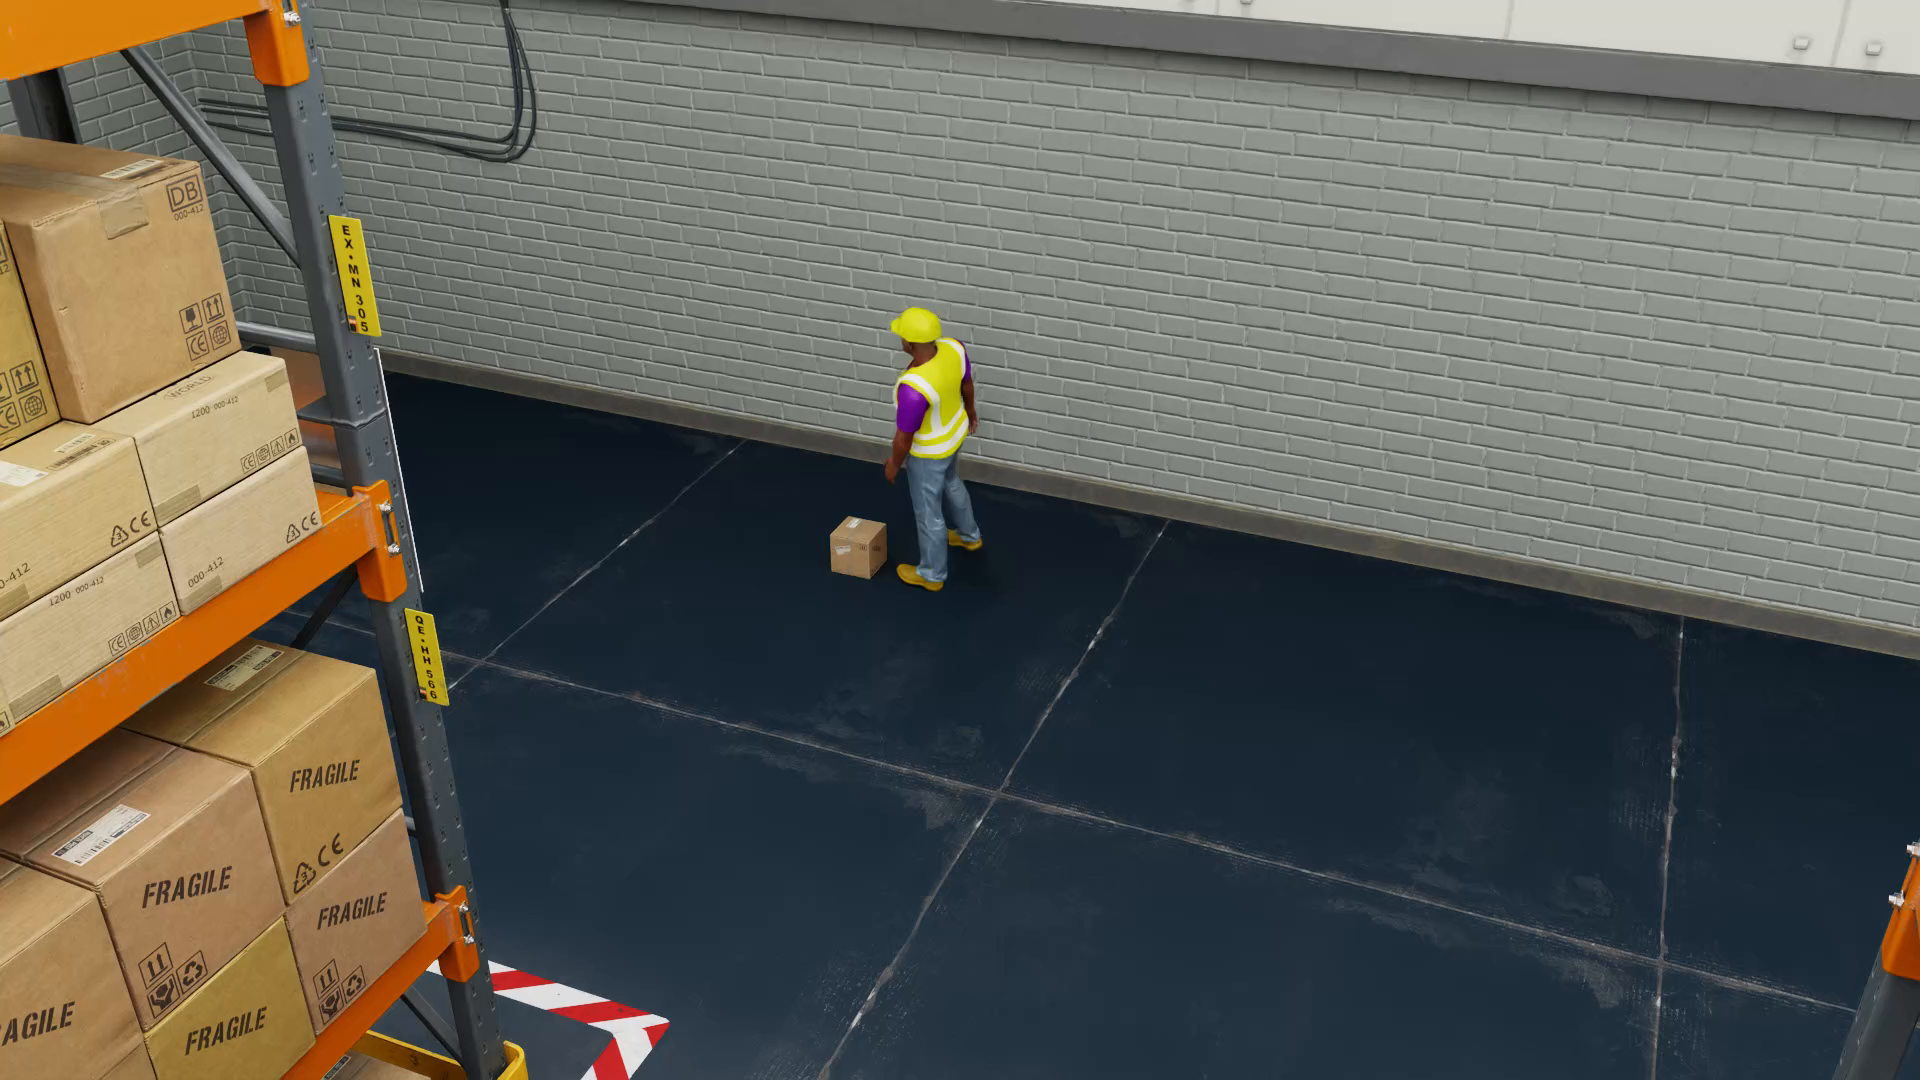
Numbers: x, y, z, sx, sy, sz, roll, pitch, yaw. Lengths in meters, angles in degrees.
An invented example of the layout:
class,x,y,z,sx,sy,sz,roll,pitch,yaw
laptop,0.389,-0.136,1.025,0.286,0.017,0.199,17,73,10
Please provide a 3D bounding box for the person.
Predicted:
class,x,y,z,sx,sy,sz,roll,pitch,yaw
person,-0.165,-0.551,9.339,0.426,1.770,0.815,11,31,19
